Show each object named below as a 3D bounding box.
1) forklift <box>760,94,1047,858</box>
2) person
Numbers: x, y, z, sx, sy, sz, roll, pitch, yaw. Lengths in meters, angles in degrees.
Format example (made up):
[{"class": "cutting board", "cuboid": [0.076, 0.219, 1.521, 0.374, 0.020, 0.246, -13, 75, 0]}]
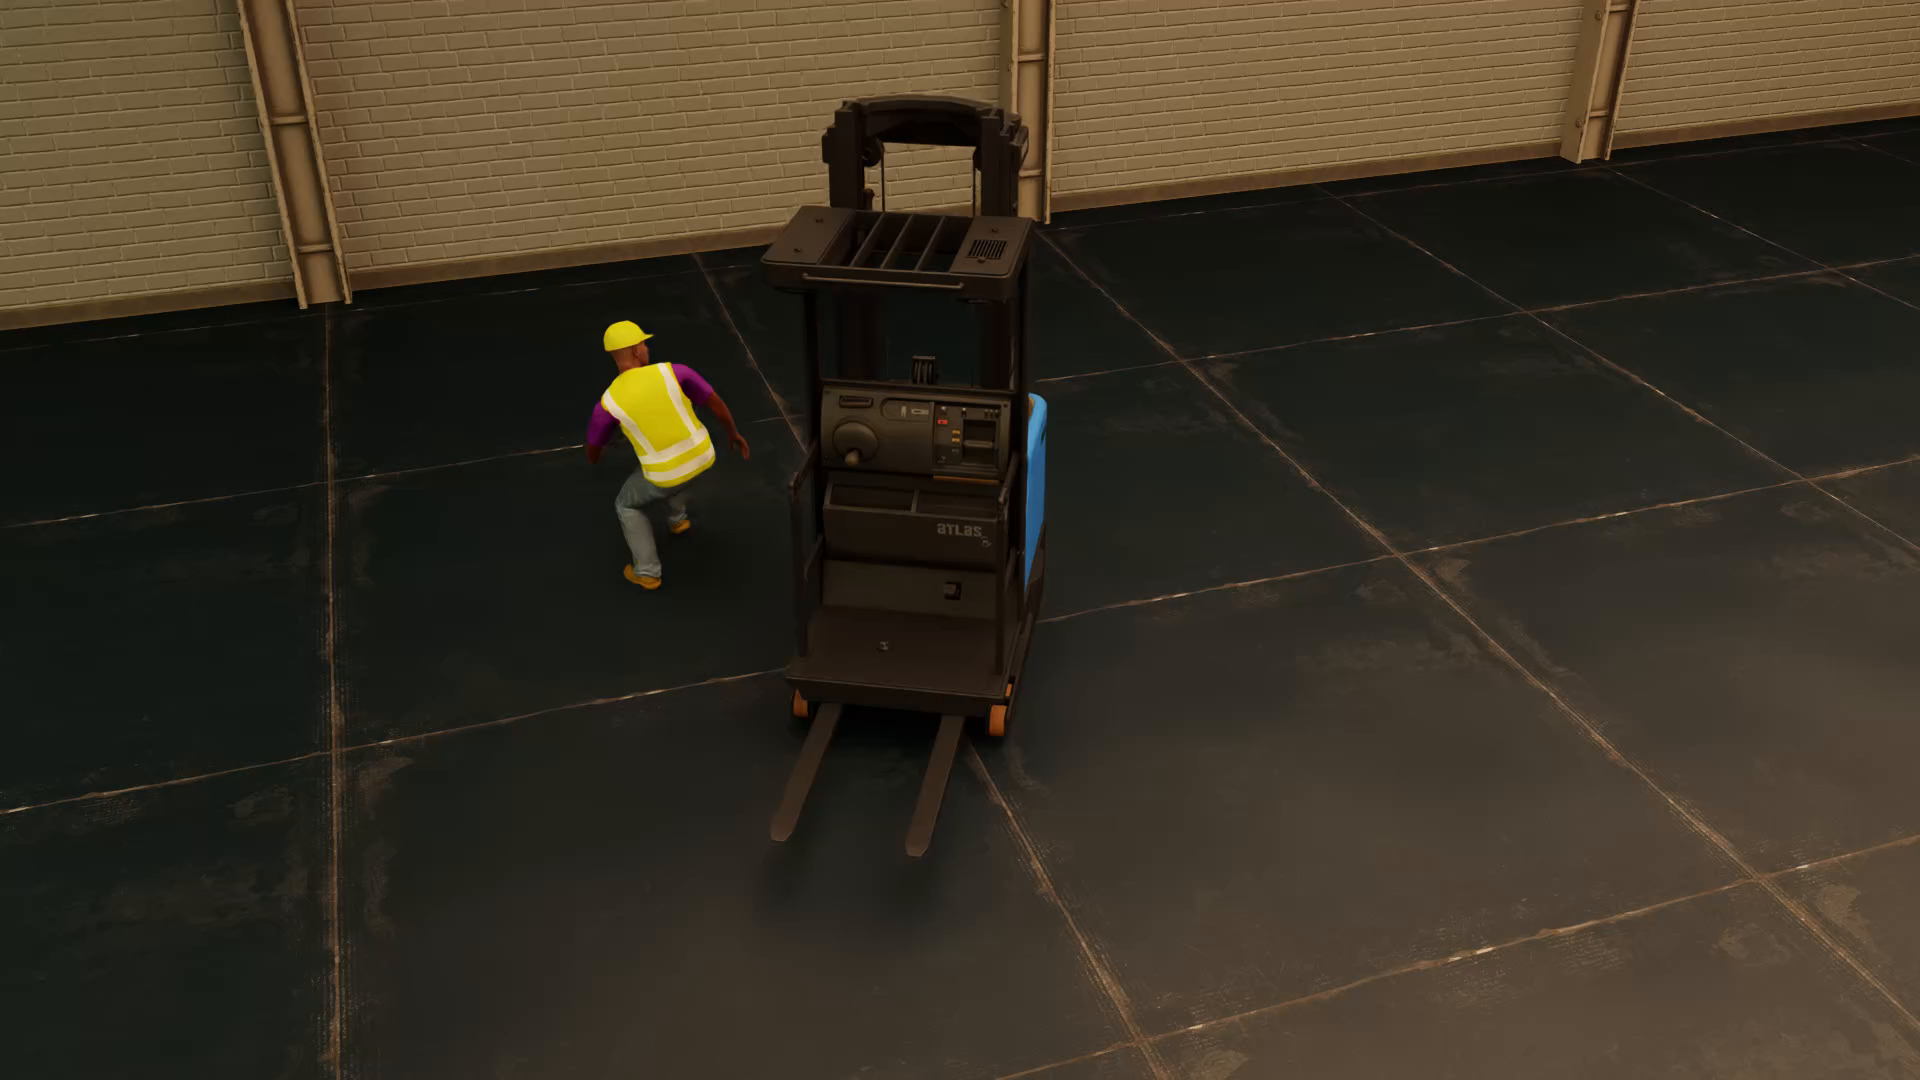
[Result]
[{"class": "forklift", "cuboid": [-0.252, -0.477, 7.917, 1.130, 2.935, 3.031, 5, 30, 8]}, {"class": "person", "cuboid": [-1.714, -0.535, 9.456, 0.819, 1.535, 0.742, -20, 35, -30]}]
